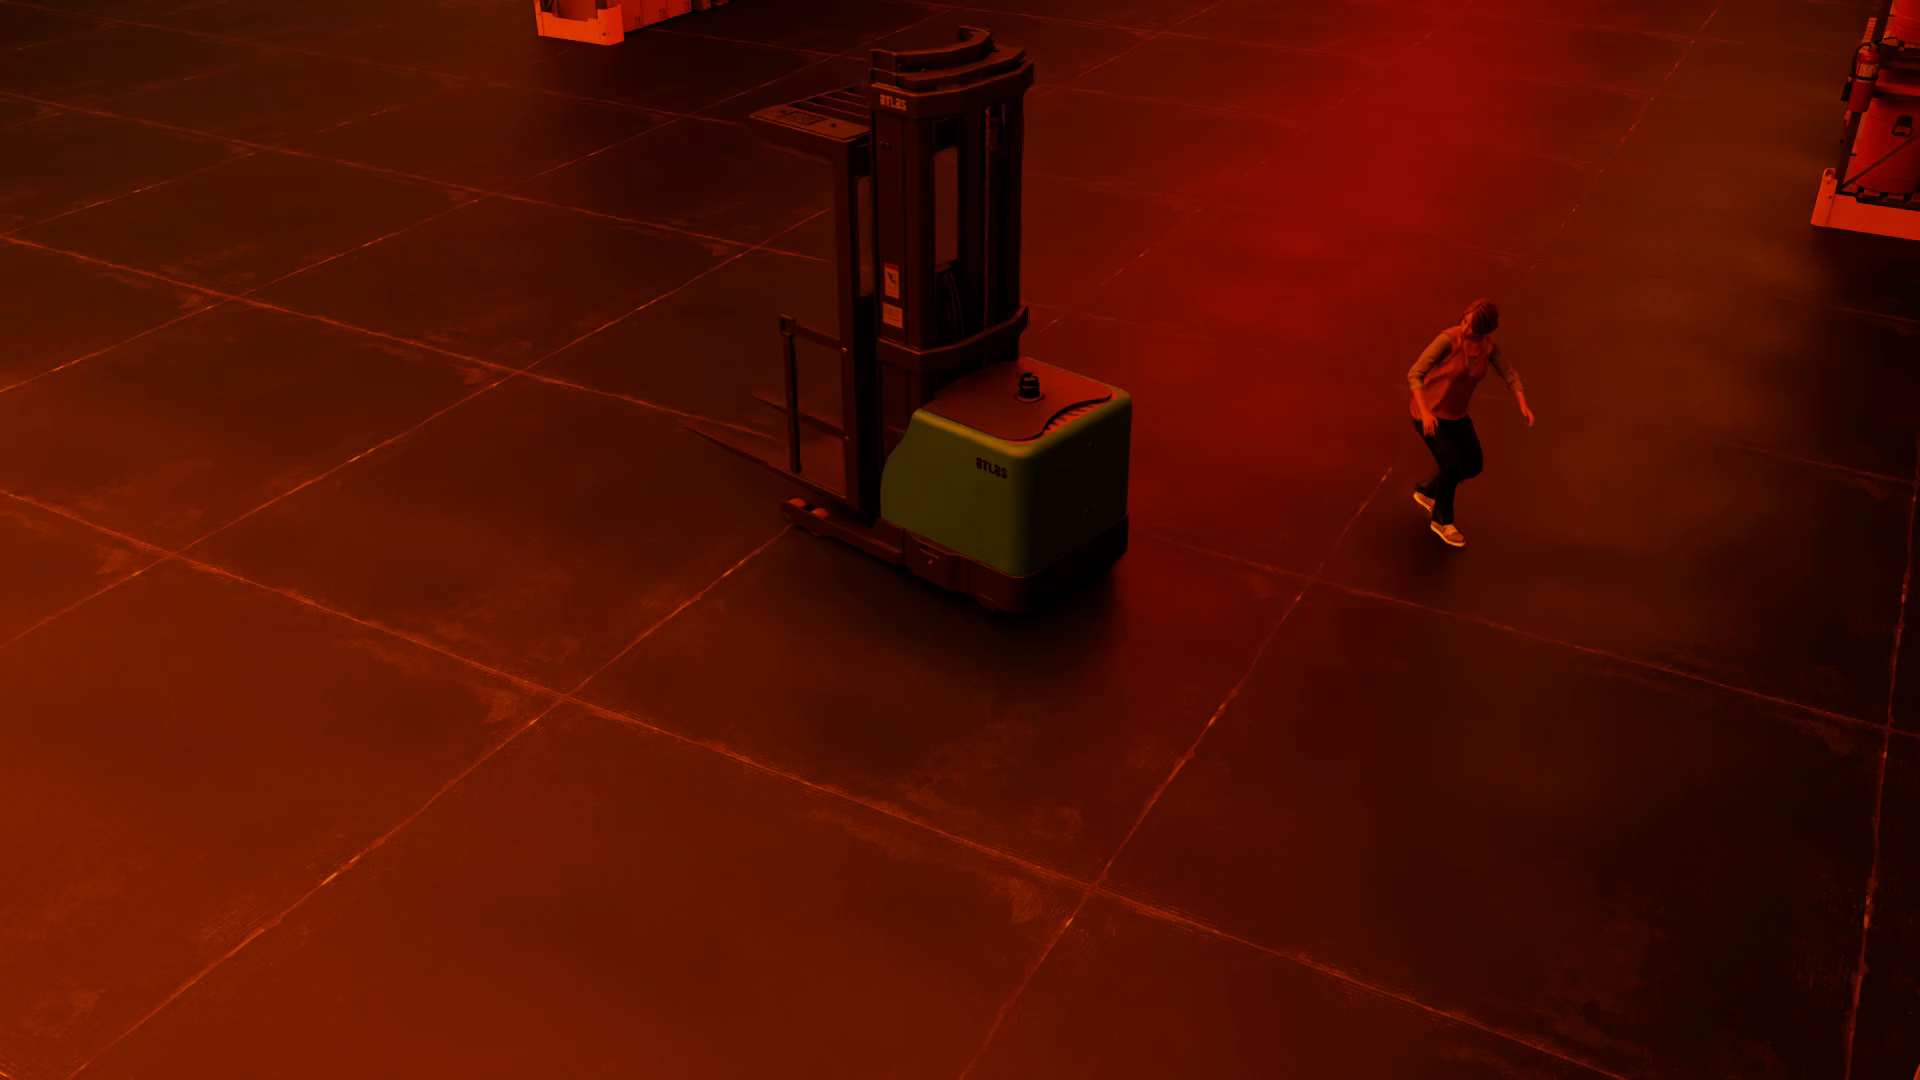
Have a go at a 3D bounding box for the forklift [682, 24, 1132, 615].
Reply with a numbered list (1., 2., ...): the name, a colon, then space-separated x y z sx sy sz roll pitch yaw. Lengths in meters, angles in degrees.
1. forklift: -0.462 -1.469 9.616 3.031 2.935 1.130 24 37 35

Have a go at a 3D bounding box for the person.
1. person: 2.928 -0.674 9.678 0.694 1.499 0.672 -16 33 -25
